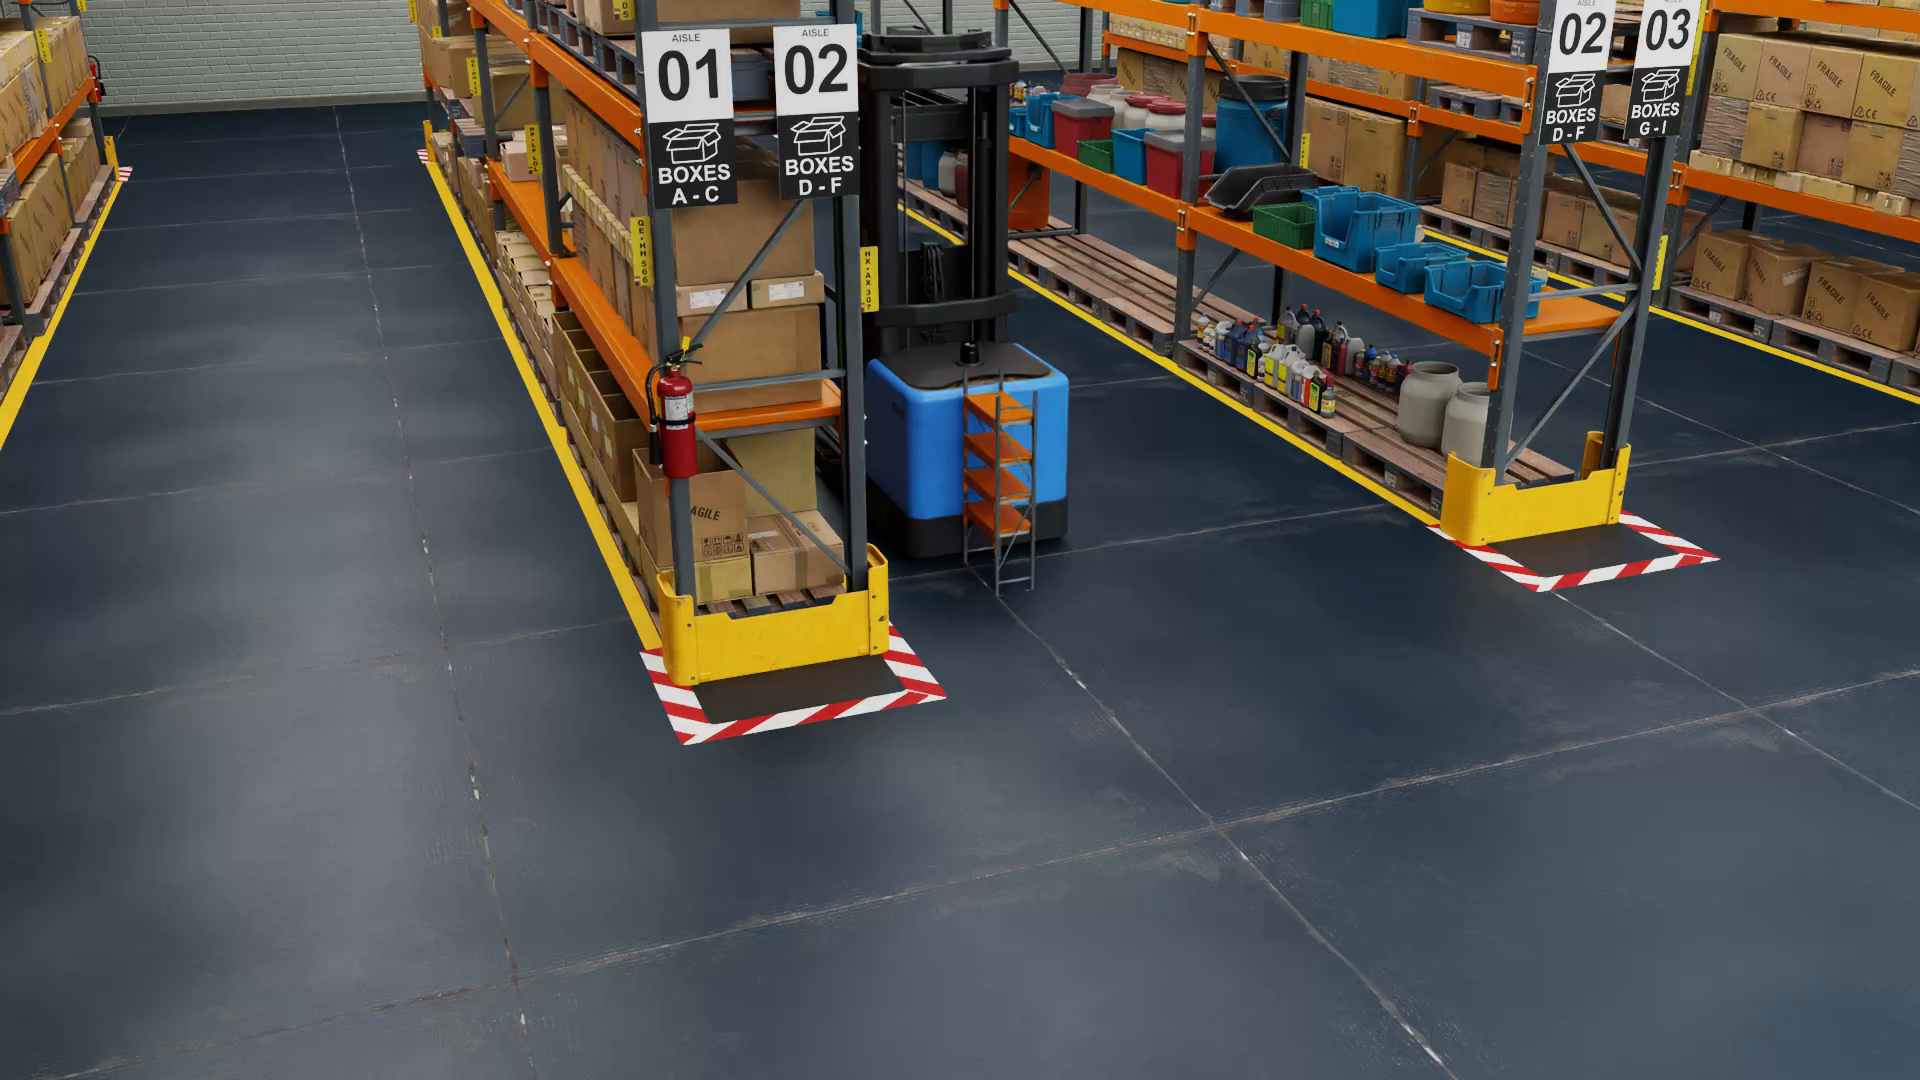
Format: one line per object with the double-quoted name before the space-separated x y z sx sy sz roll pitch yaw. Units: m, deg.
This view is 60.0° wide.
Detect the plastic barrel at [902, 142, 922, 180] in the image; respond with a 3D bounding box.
"plastic barrel" -0.402 -4.845 20.044 0.600 0.901 0.708 -8 24 -19

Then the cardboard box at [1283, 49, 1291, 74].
"cardboard box" 4.339 -5.978 20.443 0.500 0.500 0.500 -9 24 -20

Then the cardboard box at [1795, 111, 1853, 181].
"cardboard box" 7.397 -3.248 13.582 0.875 0.500 0.500 -8 24 -19

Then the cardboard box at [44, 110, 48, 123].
"cardboard box" -9.462 -4.269 16.813 0.380 0.149 0.250 -8 24 -18

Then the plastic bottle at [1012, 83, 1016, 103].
"plastic bottle" 0.619 -4.939 18.256 0.061 0.283 0.133 -8 24 -19

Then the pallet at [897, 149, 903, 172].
"pallet" -0.874 -4.795 21.355 1.003 0.211 1.213 -8 24 -19

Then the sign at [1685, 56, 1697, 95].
"sign" 6.363 -4.047 14.500 0.100 0.325 0.005 -8 24 -19

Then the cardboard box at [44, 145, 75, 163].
"cardboard box" -9.965 -4.235 18.278 0.380 0.149 0.250 -8 24 -17

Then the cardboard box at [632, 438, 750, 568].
"cardboard box" -1.442 -0.206 8.911 0.500 0.500 0.500 -8 24 -19

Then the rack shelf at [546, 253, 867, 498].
"rack shelf" -1.681 -1.175 10.102 1.077 0.370 4.000 -8 24 -19

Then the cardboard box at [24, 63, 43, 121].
"cardboard box" -9.258 -4.334 16.134 0.500 0.500 0.500 -8 24 -19

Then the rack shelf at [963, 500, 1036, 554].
"rack shelf" 0.222 -0.090 9.603 0.258 0.148 0.480 -9 24 -20

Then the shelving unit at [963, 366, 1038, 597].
"shelving unit" 0.222 -0.335 9.500 0.258 1.200 0.503 -9 24 -20

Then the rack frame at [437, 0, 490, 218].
"rack frame" -5.214 -5.140 18.583 1.000 3.000 0.127 -8 24 -19

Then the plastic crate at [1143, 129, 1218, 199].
"plastic crate" 1.790 -3.075 13.601 0.402 0.464 0.583 -8 24 -19

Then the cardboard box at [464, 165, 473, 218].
"cardboard box" -5.072 -3.789 18.031 0.500 0.500 0.500 -8 24 -18

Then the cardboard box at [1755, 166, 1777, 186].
"cardboard box" 6.963 -3.087 14.035 0.380 0.149 0.250 -8 24 -19

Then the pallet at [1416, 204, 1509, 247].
"pallet" 5.743 -3.475 18.224 1.003 0.211 1.213 -8 24 -19

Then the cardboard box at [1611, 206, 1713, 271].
"cardboard box" 6.685 -2.868 15.845 0.700 0.500 0.500 -10 25 -23

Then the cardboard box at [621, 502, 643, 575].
"cardboard box" -1.628 -0.041 9.484 0.500 0.250 0.500 -8 24 -19

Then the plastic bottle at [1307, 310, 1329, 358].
"plastic bottle" 2.813 -1.629 13.098 0.144 0.351 0.185 -10 25 -22

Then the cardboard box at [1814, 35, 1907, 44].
"cardboard box" 7.476 -3.928 13.908 0.500 0.500 0.500 -8 24 -19

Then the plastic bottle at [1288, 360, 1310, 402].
"plastic bottle" 2.489 -1.159 12.077 0.152 0.276 0.135 -9 24 -20

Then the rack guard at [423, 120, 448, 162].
"rack guard" -6.600 -5.414 22.452 1.175 0.500 0.348 -8 24 -19

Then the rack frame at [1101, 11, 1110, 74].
"rack frame" 2.642 -7.951 25.253 1.000 3.000 0.127 -8 24 -19

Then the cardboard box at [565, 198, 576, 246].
"cardboard box" -2.602 -2.337 12.126 0.500 0.250 0.500 -7 24 -16

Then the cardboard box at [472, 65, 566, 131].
"cardboard box" -4.129 -4.140 15.540 0.700 0.500 0.500 -18 29 -36

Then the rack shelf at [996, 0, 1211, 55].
"rack shelf" 1.541 -4.689 14.577 1.077 0.370 4.000 -8 24 -19

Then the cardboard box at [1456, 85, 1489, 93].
"cardboard box" 5.696 -5.093 17.803 0.500 0.500 0.500 -12 25 -25

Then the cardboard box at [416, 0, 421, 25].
"cardboard box" -6.717 -6.903 21.350 0.500 0.500 0.500 -8 24 -17

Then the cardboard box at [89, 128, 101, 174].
"cardboard box" -10.919 -4.713 20.249 0.700 0.500 0.500 -8 24 -19

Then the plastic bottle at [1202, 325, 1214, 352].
"plastic bottle" 1.986 -1.612 13.249 0.097 0.201 0.097 0 23 0

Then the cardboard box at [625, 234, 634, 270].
"cardboard box" -1.652 -1.612 9.250 0.380 0.149 0.250 -8 24 -17

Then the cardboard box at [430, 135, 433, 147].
"cardboard box" -6.800 -5.283 22.027 0.380 0.149 0.250 -8 24 -19

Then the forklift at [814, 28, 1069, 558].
"forklift" -0.348 -1.788 10.719 1.130 2.935 3.031 -9 24 -20

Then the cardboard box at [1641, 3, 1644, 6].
"cardboard box" 9.334 -7.088 22.221 0.380 0.149 0.250 -8 24 -19

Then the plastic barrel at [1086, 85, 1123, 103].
"plastic barrel" 1.398 -4.072 15.905 0.421 0.512 0.421 0 23 0

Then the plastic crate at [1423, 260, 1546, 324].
"plastic crate" 3.204 -1.530 10.210 0.499 0.251 0.616 -8 24 -19

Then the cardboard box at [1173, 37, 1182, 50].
"cardboard box" 3.187 -6.915 23.118 0.380 0.149 0.250 -9 24 -20

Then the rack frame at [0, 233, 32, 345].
"rack frame" -8.434 -3.006 13.519 1.000 3.000 0.127 -8 24 -19

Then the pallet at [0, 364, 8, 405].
"pallet" -7.732 -0.994 12.337 1.003 0.211 1.213 -8 24 -19

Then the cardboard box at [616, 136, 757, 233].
"cardboard box" -1.516 -1.988 9.305 0.700 0.500 0.500 -8 24 -19

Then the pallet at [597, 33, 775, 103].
"pallet" -1.200 -2.382 8.291 1.003 0.211 1.213 -8 24 -19

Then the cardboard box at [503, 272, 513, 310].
"cardboard box" -3.712 -2.200 14.607 0.500 0.250 0.500 -9 24 -20

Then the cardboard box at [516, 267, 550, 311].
"cardboard box" -3.337 -2.079 13.598 0.500 0.311 0.500 -9 24 -20

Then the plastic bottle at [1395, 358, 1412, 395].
"plastic bottle" 3.249 -1.195 12.155 0.061 0.283 0.133 -8 24 -18

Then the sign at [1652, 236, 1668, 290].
"sign" 4.177 -1.660 9.969 0.100 0.325 0.005 -8 24 -19

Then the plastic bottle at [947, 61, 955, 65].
"plastic bottle" -0.082 -5.487 19.469 0.144 0.351 0.185 -8 24 -19

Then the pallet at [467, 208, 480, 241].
"pallet" -4.891 -3.565 18.436 1.003 0.211 1.213 -8 24 -19

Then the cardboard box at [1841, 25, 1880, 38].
"cardboard box" 10.473 -5.847 18.845 0.700 0.500 0.500 -9 24 -20

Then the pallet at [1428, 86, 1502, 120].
"pallet" 5.820 -4.712 17.814 1.213 0.211 1.003 -8 24 -19

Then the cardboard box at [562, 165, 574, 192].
"cardboard box" -2.474 -2.454 11.246 0.380 0.149 0.250 -8 24 -19

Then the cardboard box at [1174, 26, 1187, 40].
"cardboard box" 3.288 -7.063 22.957 0.500 0.250 0.500 -8 24 -18
